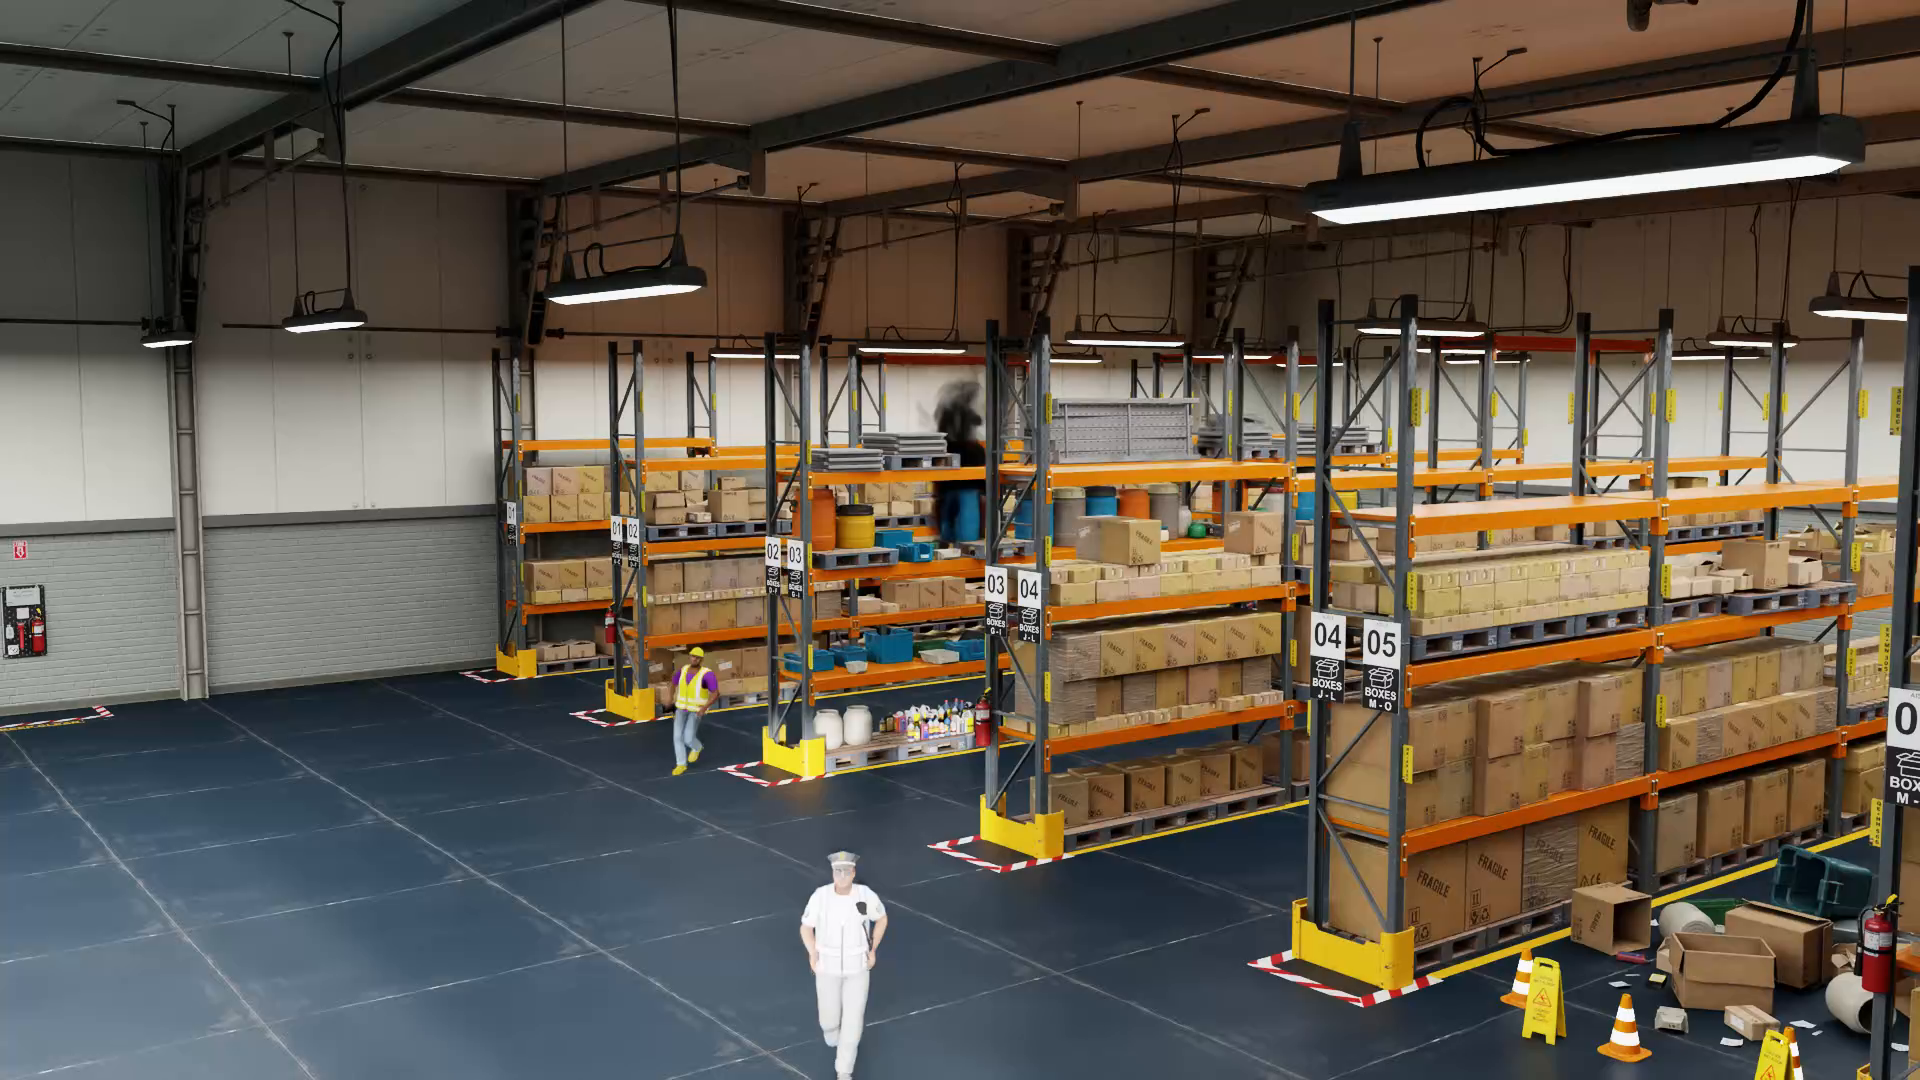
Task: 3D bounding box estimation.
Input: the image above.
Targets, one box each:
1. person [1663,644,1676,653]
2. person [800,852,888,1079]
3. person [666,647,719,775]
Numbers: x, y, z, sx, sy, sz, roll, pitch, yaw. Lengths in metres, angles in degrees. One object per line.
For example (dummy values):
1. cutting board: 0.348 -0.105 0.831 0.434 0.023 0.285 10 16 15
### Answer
1. person: 9.962 2.288 23.531 0.575 1.627 0.540 5 7 42
2. person: -0.871 3.193 12.554 0.663 1.746 0.798 0 5 -4
3. person: -3.651 2.321 22.773 0.756 1.718 0.655 1 5 16
